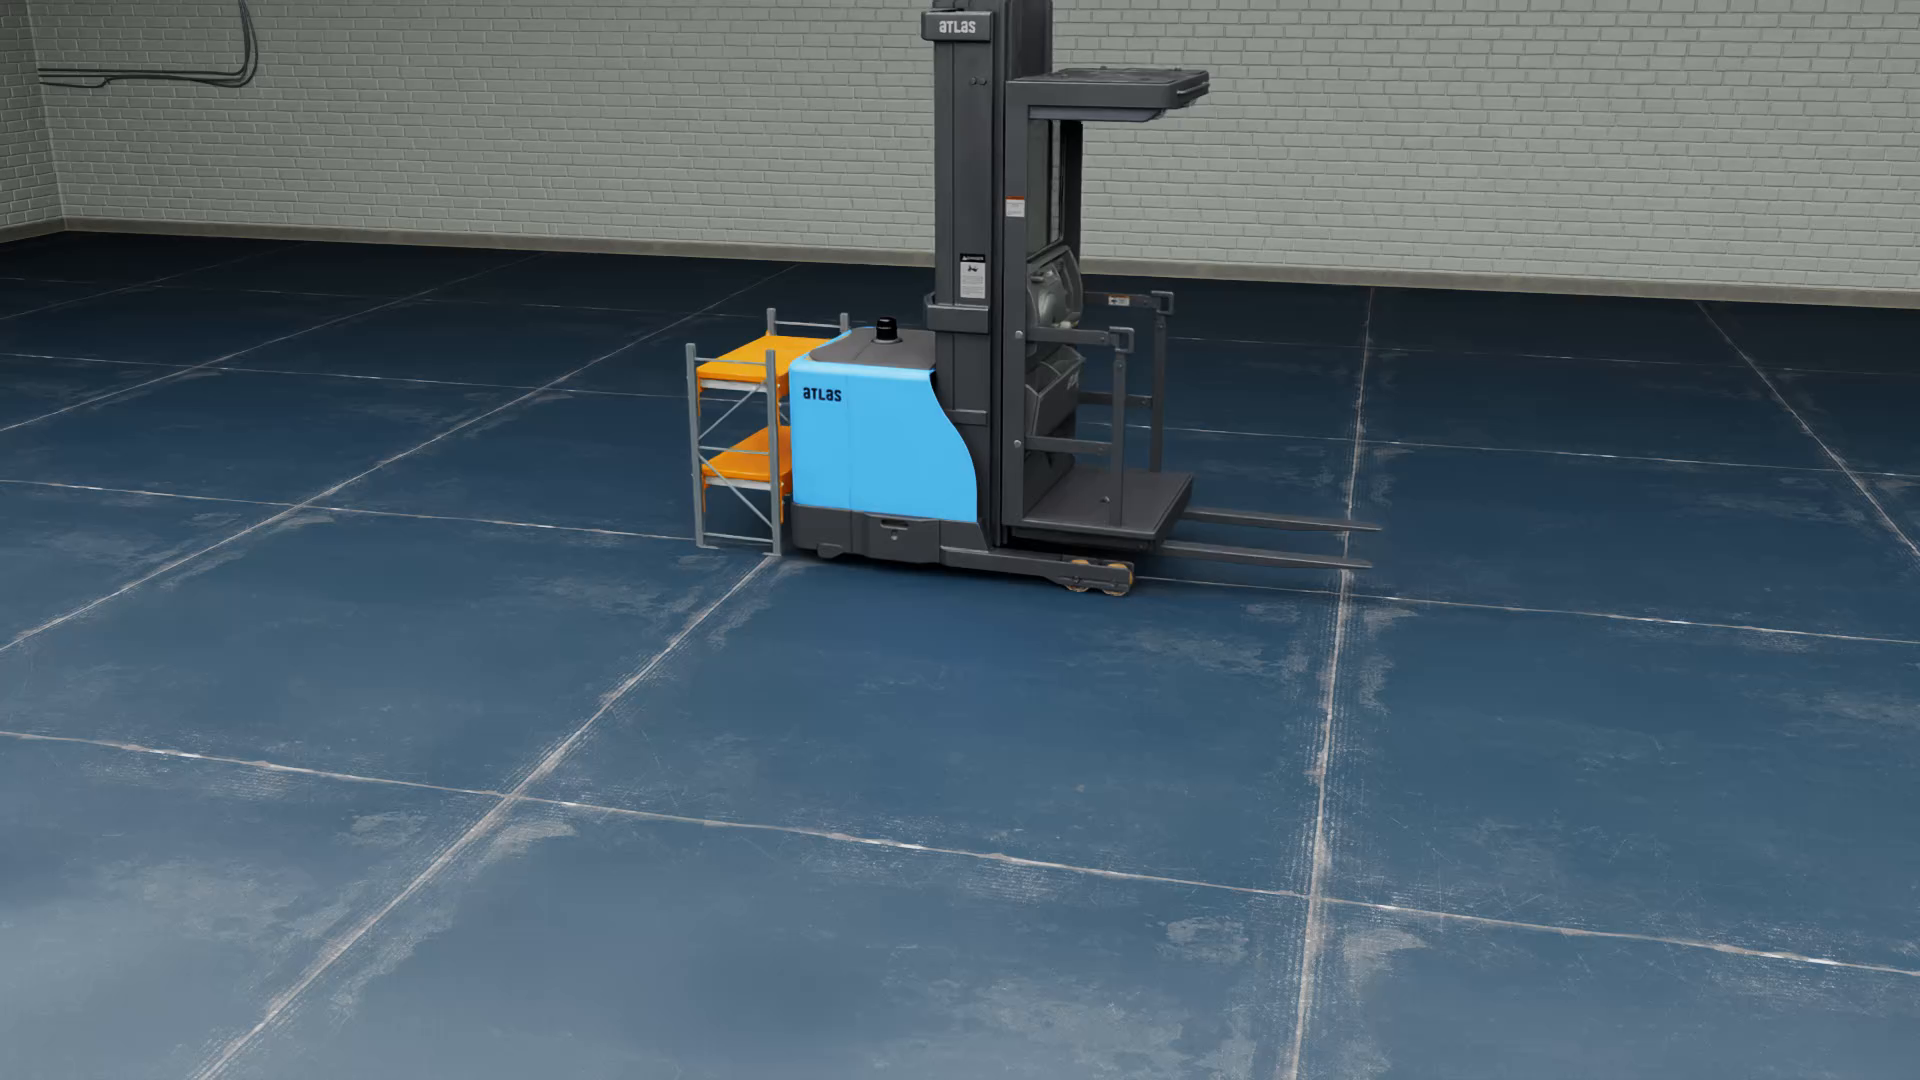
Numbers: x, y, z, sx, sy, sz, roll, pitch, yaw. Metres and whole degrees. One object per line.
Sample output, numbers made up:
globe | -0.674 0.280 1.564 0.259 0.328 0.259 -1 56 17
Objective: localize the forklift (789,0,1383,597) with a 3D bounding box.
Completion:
forklift | 0.673 -1.295 8.444 3.031 2.935 1.130 6 20 17

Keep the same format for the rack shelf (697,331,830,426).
rack shelf | -1.036 -0.906 9.193 0.538 0.278 1.000 6 20 17

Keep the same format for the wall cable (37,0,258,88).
wall cable | -9.457 -6.426 18.883 3.097 2.526 0.112 5 19 13

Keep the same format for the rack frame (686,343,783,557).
rack frame | -1.196 -0.473 8.831 0.500 1.125 0.032 6 20 17

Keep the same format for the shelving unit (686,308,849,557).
shelving unit | -1.036 -0.629 9.288 0.538 1.125 1.048 6 20 17

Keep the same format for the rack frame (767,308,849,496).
rack frame | -0.876 -0.785 9.745 0.500 1.125 0.032 6 20 17

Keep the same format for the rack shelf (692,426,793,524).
rack shelf | -1.036 -0.397 9.367 0.538 0.278 1.000 6 20 17
